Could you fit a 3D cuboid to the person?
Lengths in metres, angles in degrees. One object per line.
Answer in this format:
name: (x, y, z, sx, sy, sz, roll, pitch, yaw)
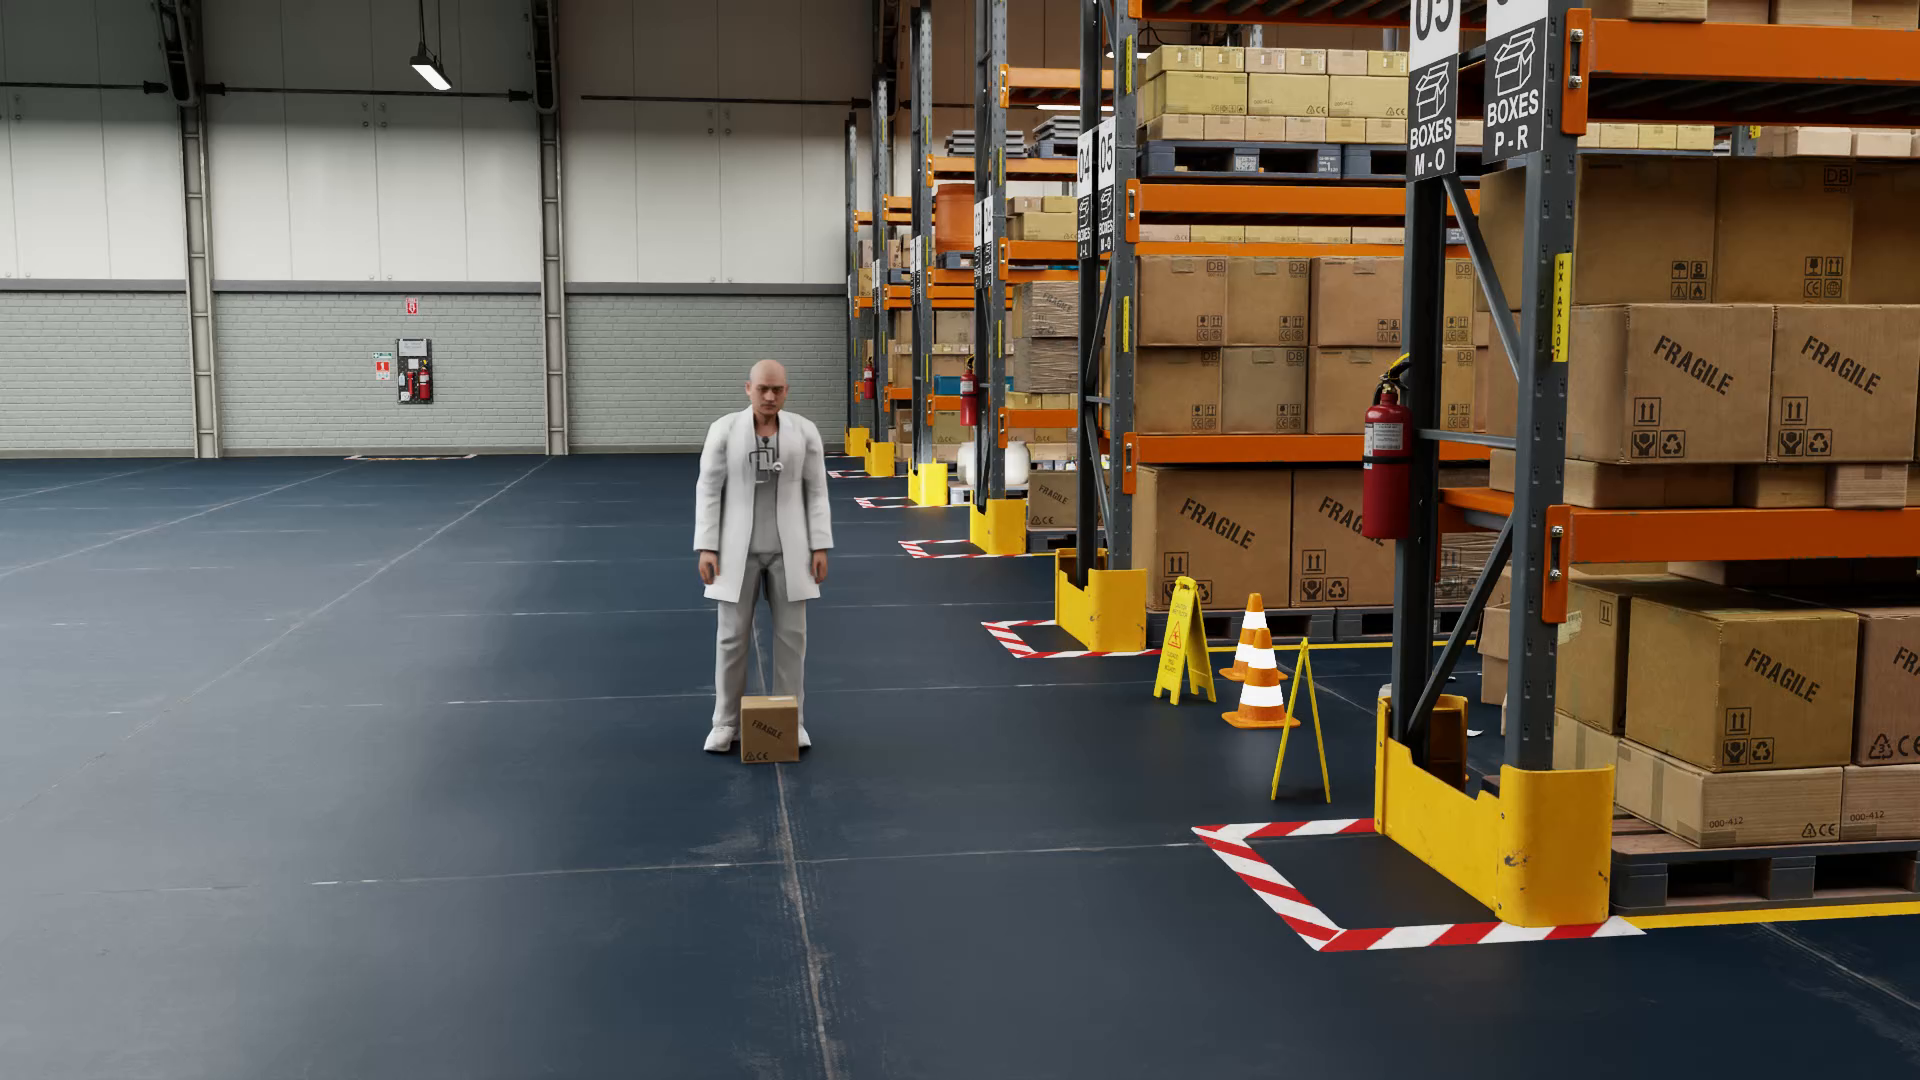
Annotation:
person: (-0.896, 0.063, 7.613, 0.641, 1.772, 0.428, -1, 6, -11)
